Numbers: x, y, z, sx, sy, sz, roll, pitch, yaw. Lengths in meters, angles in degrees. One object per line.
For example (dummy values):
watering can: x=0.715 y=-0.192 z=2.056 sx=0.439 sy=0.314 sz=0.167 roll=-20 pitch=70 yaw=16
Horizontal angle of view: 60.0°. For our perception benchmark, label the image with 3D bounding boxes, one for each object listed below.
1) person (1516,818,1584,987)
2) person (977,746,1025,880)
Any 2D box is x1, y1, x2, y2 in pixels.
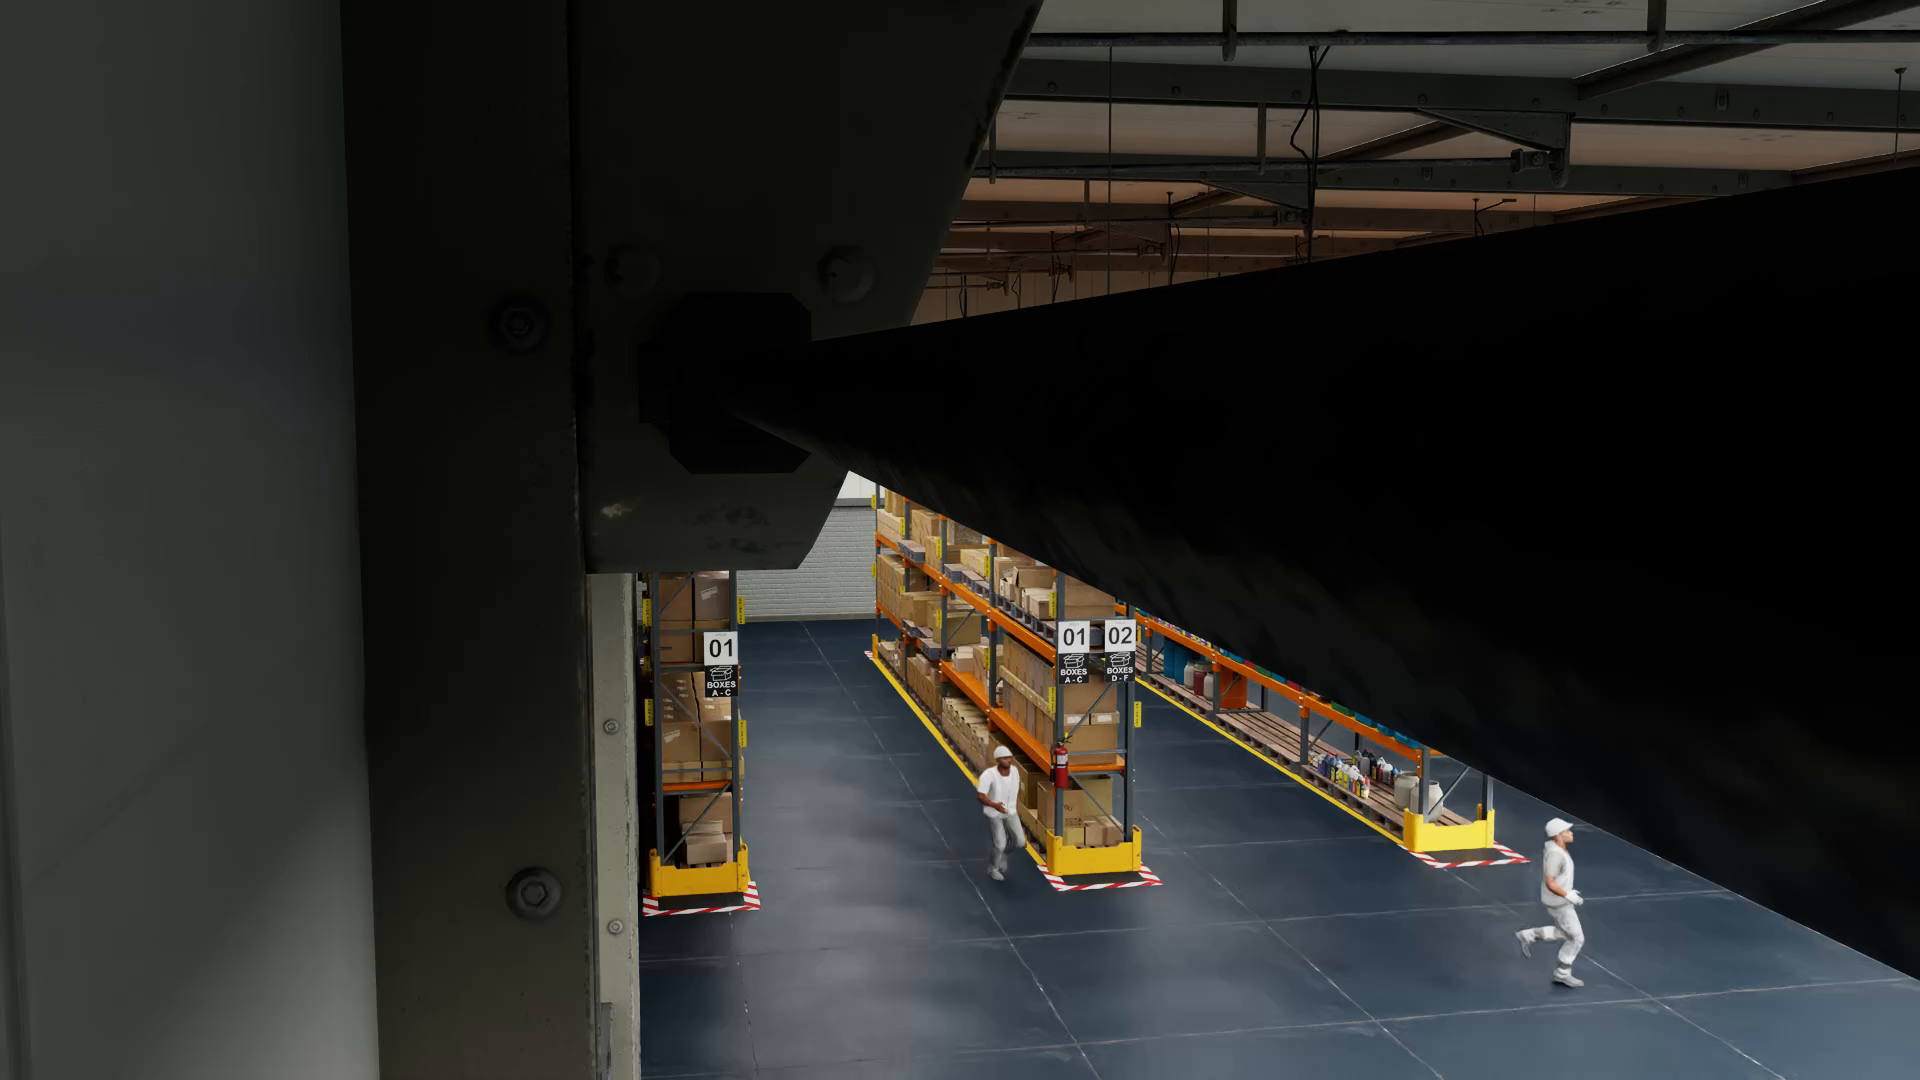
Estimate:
person: x=6.129 y=3.719 z=17.134 sx=0.611 sy=1.735 sz=0.688 roll=2 pitch=6 yaw=15
person: x=0.546 y=3.380 z=20.531 sx=0.702 sy=1.709 sz=0.616 roll=-4 pitch=7 yaw=-32
